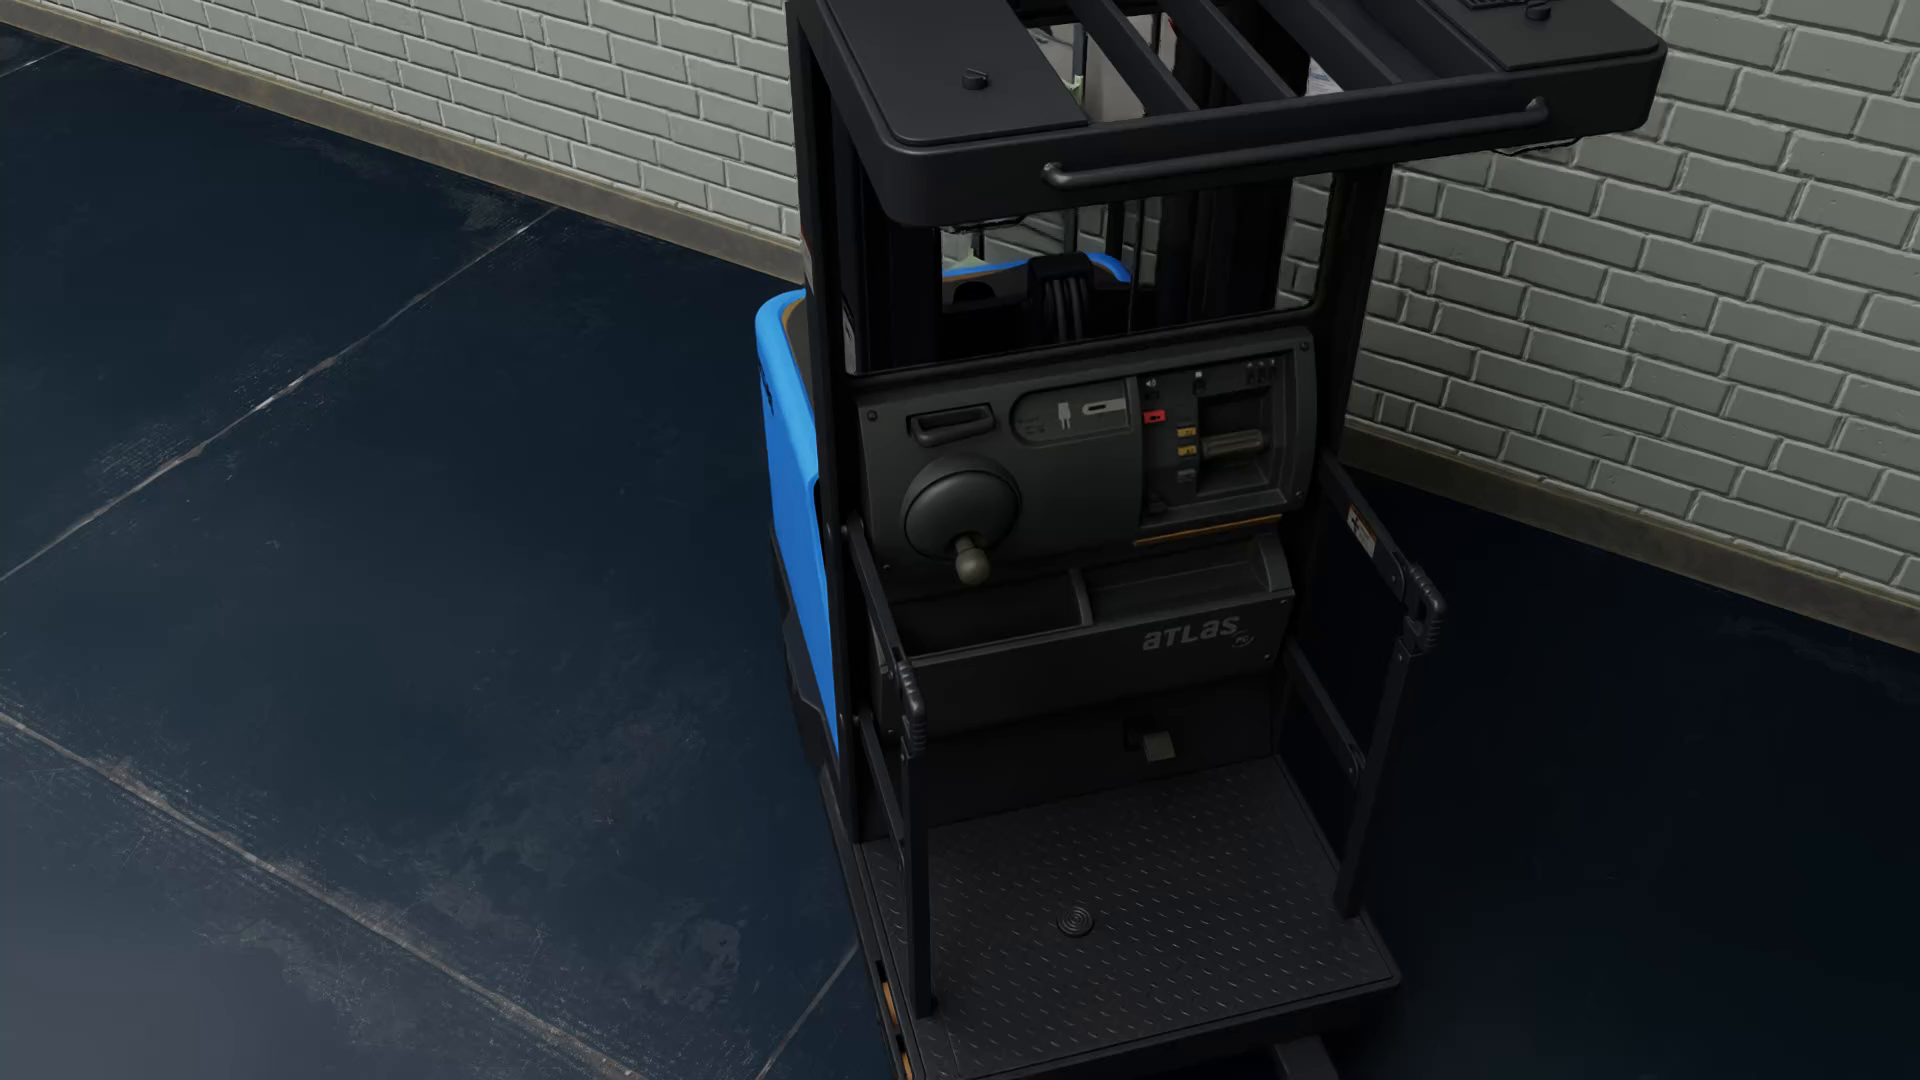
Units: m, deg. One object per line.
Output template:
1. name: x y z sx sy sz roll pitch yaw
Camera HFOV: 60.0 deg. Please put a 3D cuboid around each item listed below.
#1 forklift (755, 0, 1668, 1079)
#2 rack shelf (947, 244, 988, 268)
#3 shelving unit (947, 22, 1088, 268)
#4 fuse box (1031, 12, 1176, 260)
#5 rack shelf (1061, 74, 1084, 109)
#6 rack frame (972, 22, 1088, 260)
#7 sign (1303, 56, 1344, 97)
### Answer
1. forklift: 0.323 -0.081 3.124 1.130 2.935 3.031 -10 42 -11
2. rack shelf: -0.034 -0.557 5.241 0.431 0.370 0.720 29 49 28
3. shelving unit: -0.034 -0.801 5.025 0.431 1.500 0.755 29 49 28
4. fuse box: 0.456 -1.073 5.174 0.539 1.711 0.414 21 45 22
5. rack shelf: -0.034 -1.094 4.767 0.431 0.370 0.720 29 49 28
6. rack frame: 0.199 -0.988 5.238 0.400 1.500 0.023 29 49 28
7. sign: 0.987 -1.476 4.729 0.329 0.494 0.001 21 45 22
